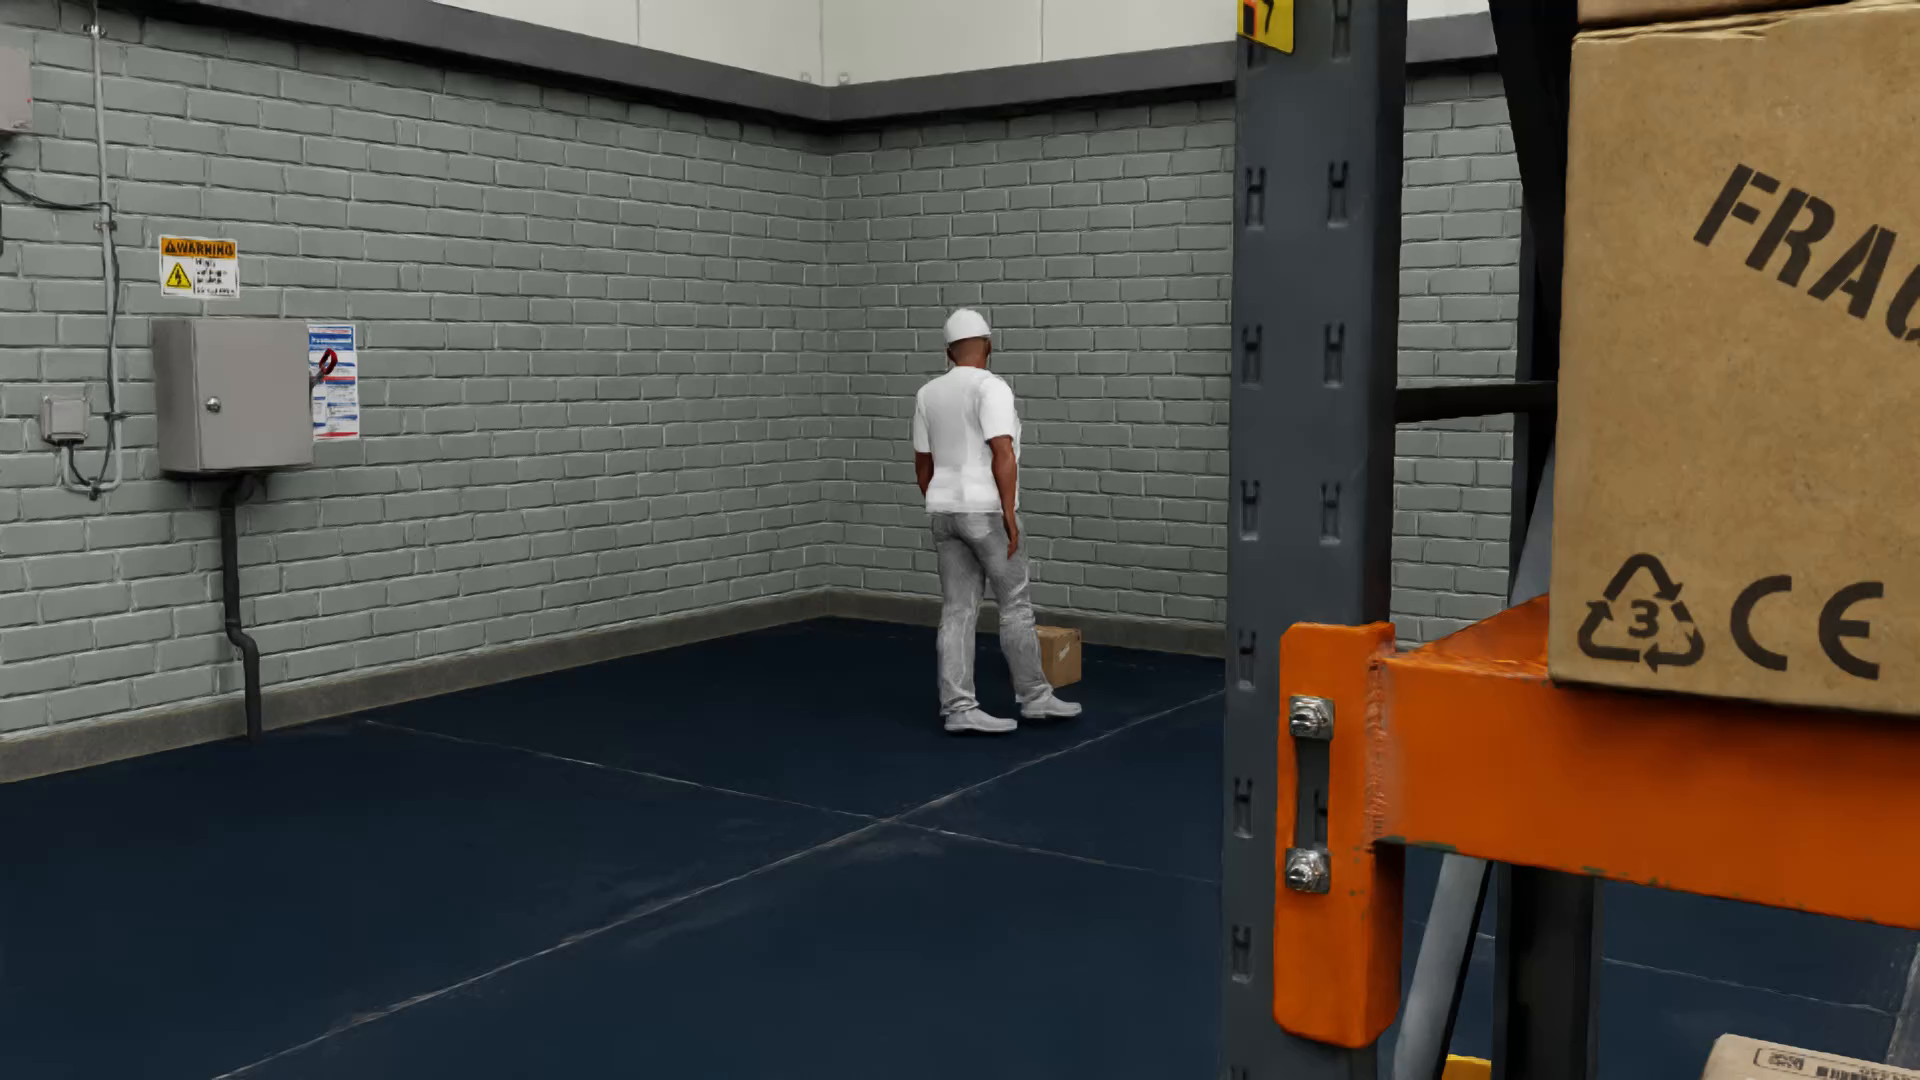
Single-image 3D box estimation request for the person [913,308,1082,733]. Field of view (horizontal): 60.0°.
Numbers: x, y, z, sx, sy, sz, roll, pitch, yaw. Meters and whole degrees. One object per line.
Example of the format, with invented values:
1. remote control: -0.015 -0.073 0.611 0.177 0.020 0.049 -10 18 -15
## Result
1. person: 0.136 -0.097 7.029 0.669 1.752 0.667 -5 8 -41
